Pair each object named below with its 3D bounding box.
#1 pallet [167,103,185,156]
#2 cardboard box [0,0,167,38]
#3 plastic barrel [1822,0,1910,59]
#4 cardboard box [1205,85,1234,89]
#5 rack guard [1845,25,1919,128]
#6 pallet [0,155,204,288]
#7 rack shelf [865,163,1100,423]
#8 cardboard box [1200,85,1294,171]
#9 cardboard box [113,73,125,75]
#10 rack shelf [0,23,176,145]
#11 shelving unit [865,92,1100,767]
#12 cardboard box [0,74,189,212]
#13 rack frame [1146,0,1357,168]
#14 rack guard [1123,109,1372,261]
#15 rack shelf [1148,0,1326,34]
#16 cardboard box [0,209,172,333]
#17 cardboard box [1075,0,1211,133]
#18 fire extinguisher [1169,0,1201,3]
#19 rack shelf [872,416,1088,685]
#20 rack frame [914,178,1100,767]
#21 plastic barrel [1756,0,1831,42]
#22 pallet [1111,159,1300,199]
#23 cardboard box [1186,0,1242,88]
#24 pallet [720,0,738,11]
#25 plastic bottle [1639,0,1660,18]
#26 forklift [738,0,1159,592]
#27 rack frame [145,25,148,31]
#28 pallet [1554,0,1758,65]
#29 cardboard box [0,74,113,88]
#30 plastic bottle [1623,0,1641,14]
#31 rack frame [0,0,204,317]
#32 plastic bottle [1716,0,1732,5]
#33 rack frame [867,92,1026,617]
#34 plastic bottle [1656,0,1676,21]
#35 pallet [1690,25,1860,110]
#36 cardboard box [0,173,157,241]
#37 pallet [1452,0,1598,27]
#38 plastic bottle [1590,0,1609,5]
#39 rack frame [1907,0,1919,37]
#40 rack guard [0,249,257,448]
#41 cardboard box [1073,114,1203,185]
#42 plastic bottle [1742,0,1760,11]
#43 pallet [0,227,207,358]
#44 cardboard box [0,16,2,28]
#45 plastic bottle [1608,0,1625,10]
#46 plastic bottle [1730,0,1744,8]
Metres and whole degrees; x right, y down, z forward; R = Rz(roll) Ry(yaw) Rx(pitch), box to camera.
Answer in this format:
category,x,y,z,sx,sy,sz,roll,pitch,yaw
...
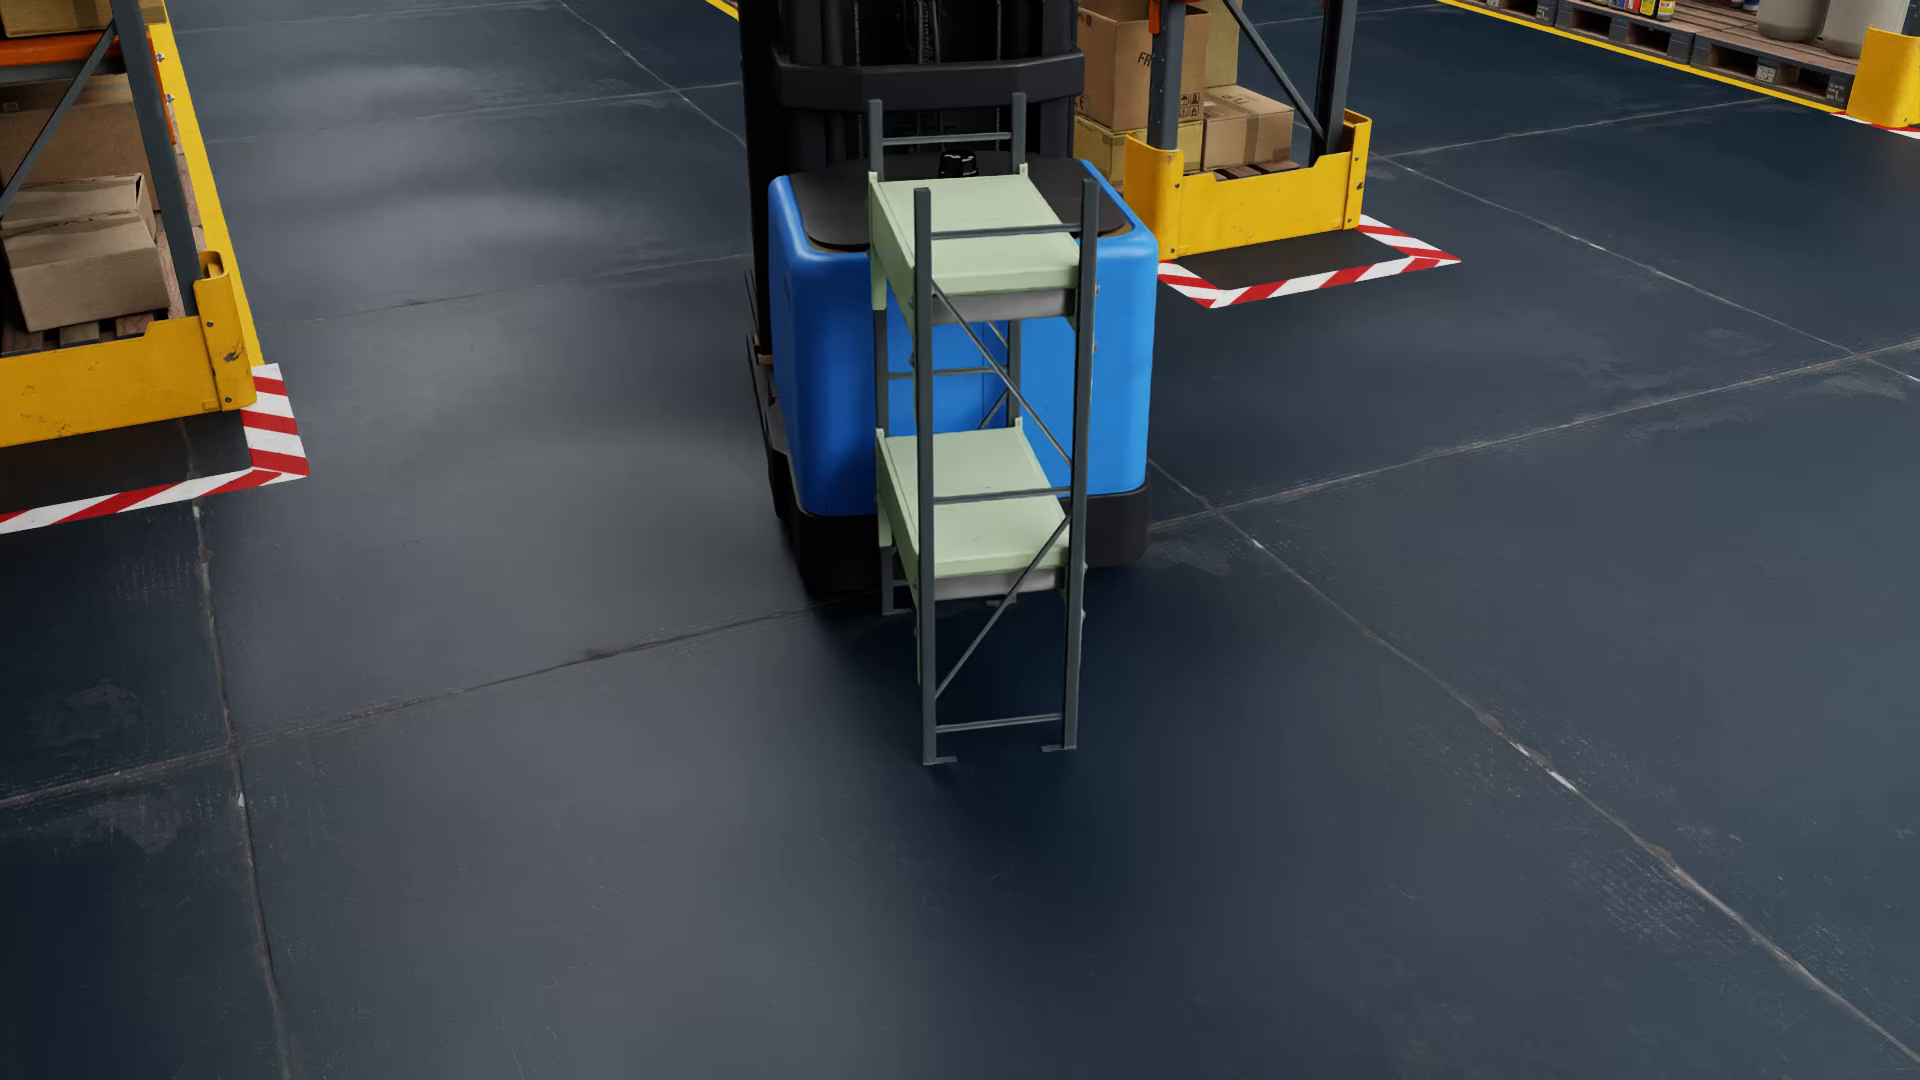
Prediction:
category,x,y,z,sx,sy,sz,roll,pitch,yaw
pallet,-4.555,-1.986,8.576,1.003,0.211,1.213,-13,32,-22
cardboard box,-3.080,-1.950,5.794,0.500,0.250,0.500,-14,32,-23
plastic barrel,5.438,-3.178,9.964,0.421,0.512,0.421,0,29,0
cardboard box,1.067,-2.254,8.585,0.500,0.250,0.500,-13,32,-22
rack guard,5.715,-2.738,9.622,1.175,0.500,0.348,-13,32,-22
pallet,-4.027,-1.447,7.614,1.003,0.211,1.213,-13,32,-22
rack shelf,0.034,-0.617,4.019,0.431,0.370,0.720,-5,30,-9
cardboard box,1.285,-2.034,8.193,0.500,0.250,0.500,-13,32,-22
cardboard box,-5.206,-2.915,9.488,0.700,0.500,0.500,-12,31,-20
rack shelf,-4.016,-2.295,7.011,1.077,0.370,4.000,-13,32,-22
shelving unit,0.034,-0.277,4.210,0.431,1.500,0.755,-5,30,-9
cardboard box,-3.888,-1.737,7.387,0.700,0.500,0.500,-15,33,-25
rack frame,1.315,-2.767,7.117,1.000,3.000,0.127,-13,32,-22
rack guard,1.325,-1.666,7.710,1.175,0.500,0.348,-13,32,-22
rack shelf,0.456,-3.336,8.869,1.077,0.370,4.000,-13,32,-22
cardboard box,-3.373,-1.069,6.388,0.500,0.311,0.500,-17,33,-28
cardboard box,0.816,-2.252,7.814,0.500,0.500,0.500,-13,32,-22
fire extinguisher,0.946,-2.583,6.869,0.296,0.674,0.183,-13,32,-22
rack shelf,0.034,0.007,4.370,0.431,0.370,0.720,-5,30,-9
rack frame,0.100,-0.101,3.896,0.400,1.500,0.023,-5,30,-9
plastic barrel,5.223,-3.399,10.359,0.421,0.512,0.421,0,29,0
pallet,0.949,-1.879,8.386,1.003,0.211,1.213,-13,32,-22
cardboard box,1.069,-2.582,8.402,0.500,0.500,0.500,-13,32,-22
pallet,-1.282,-4.174,12.478,1.003,0.211,1.213,-13,32,-22
plastic bottle,4.539,-3.579,10.893,0.061,0.283,0.133,-12,32,-21
forklift,-0.208,-1.830,5.517,1.130,2.935,3.031,-5,30,-9
rack frame,-4.875,-3.492,8.410,1.000,3.000,0.127,-13,32,-22
pallet,4.851,-3.511,11.295,1.003,0.211,1.213,-13,32,-22
cardboard box,-4.393,-2.143,8.111,0.500,0.500,0.500,-16,33,-26
plastic bottle,4.522,-3.645,11.019,0.152,0.276,0.135,-13,32,-22
rack frame,-3.158,-1.725,5.259,1.000,3.000,0.127,-13,32,-22
plastic bottle,5.212,-3.782,11.256,0.061,0.283,0.133,-13,32,-21
rack frame,-0.032,-0.453,4.524,0.400,1.500,0.023,-5,30,-9
plastic bottle,4.606,-3.496,10.828,0.097,0.201,0.097,0,29,0
pallet,5.371,-2.972,10.335,1.003,0.211,1.213,-13,32,-22
cardboard box,-3.618,-1.320,6.837,0.500,0.311,0.500,-10,31,-18
pallet,4.324,-4.050,12.257,1.003,0.211,1.213,-13,32,-22
plastic bottle,4.388,-3.811,11.239,0.144,0.351,0.185,-12,31,-20
rack frame,5.790,-3.805,8.969,1.000,3.000,0.127,-13,32,-22
rack guard,-3.190,-0.668,5.930,1.175,0.500,0.348,-13,32,-22
cardboard box,0.818,-1.925,7.999,0.500,0.250,0.500,-13,32,-22
plastic bottle,5.293,-3.673,11.074,0.097,0.271,0.097,0,29,0
pallet,-3.507,-0.908,6.654,1.003,0.211,1.213,-13,32,-22
cardboard box,-3.533,-1.834,5.587,0.500,0.250,0.500,-13,32,-21
plastic bottle,4.463,-3.707,11.128,0.152,0.276,0.135,-14,32,-23
plastic bottle,5.249,-3.688,11.172,0.097,0.201,0.097,0,29,0
